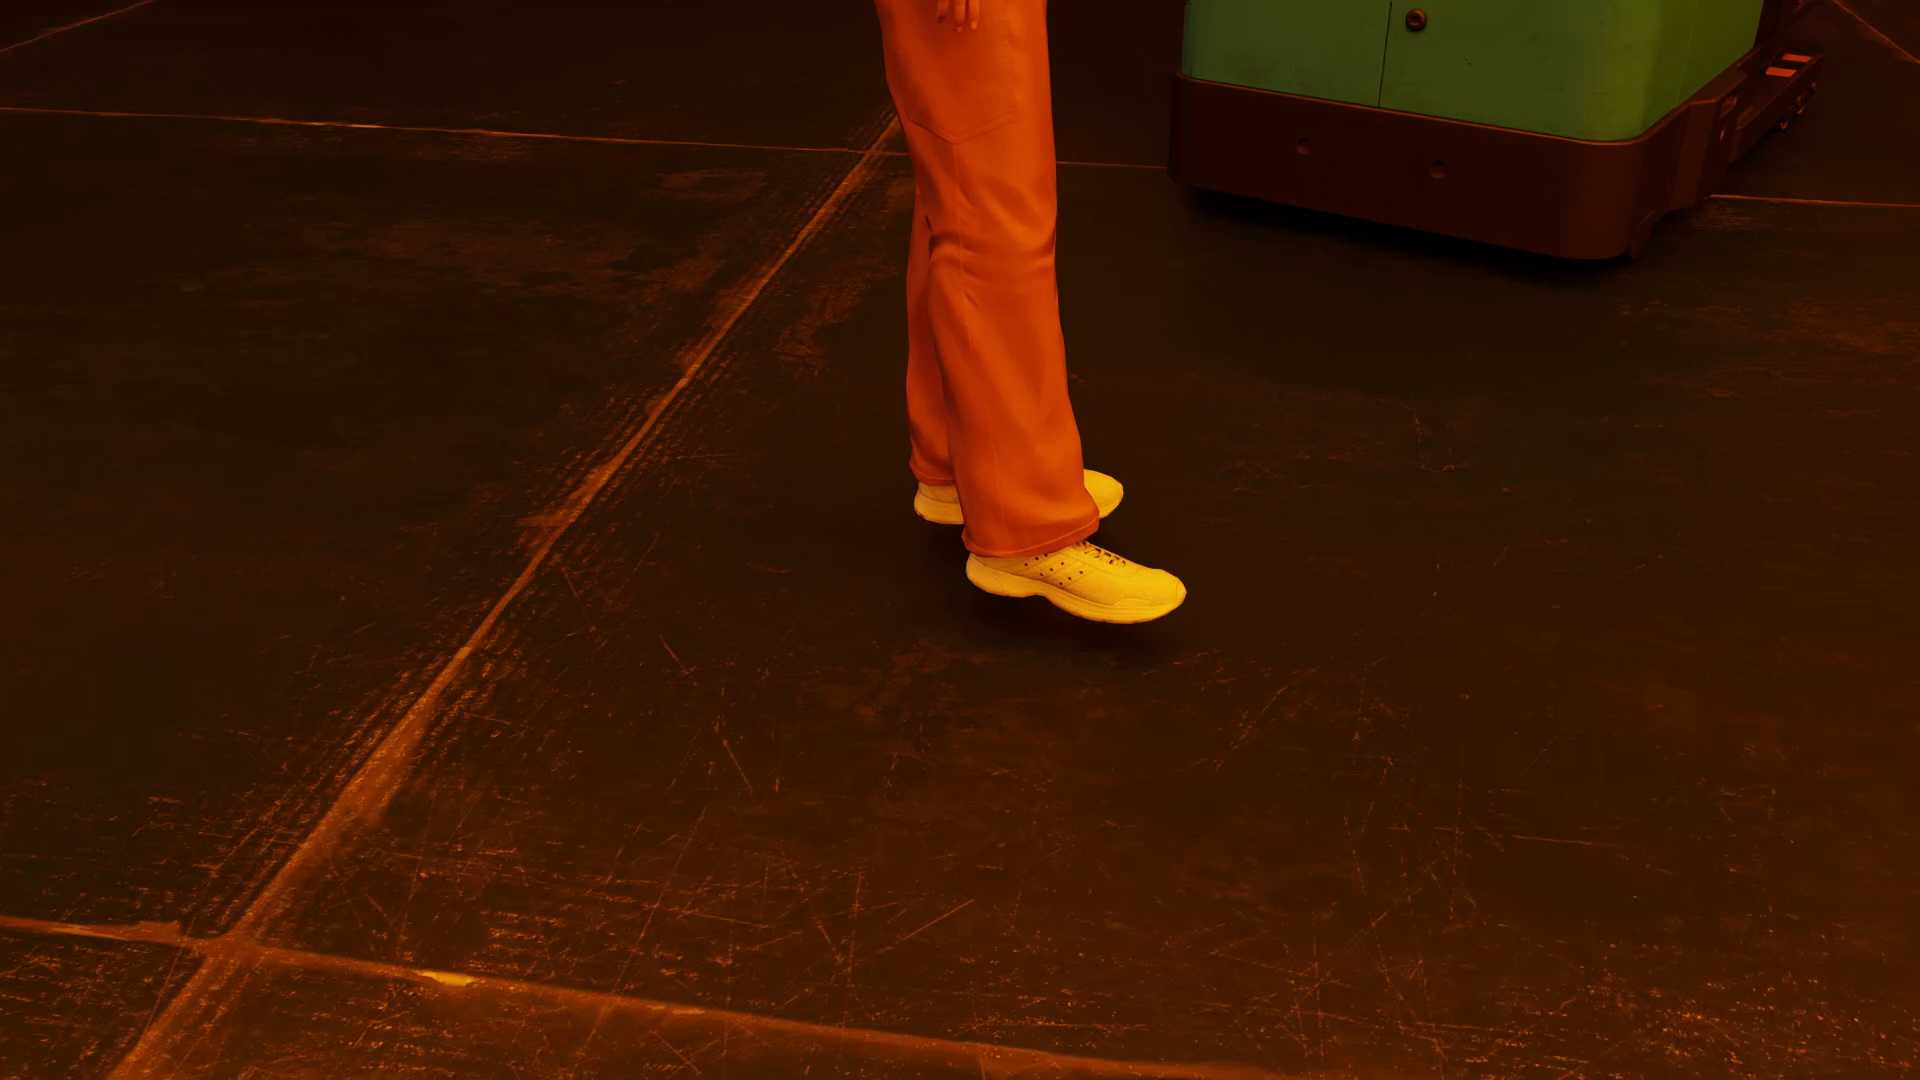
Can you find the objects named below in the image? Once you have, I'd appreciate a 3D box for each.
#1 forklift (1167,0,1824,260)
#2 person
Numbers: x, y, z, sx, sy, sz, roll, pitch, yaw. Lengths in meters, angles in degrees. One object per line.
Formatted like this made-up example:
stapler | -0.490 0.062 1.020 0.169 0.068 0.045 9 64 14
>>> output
forklift | 1.746 -2.512 4.008 1.130 2.935 3.031 19 34 30
person | 0.070 -0.763 2.049 0.548 1.674 0.552 5 29 9
